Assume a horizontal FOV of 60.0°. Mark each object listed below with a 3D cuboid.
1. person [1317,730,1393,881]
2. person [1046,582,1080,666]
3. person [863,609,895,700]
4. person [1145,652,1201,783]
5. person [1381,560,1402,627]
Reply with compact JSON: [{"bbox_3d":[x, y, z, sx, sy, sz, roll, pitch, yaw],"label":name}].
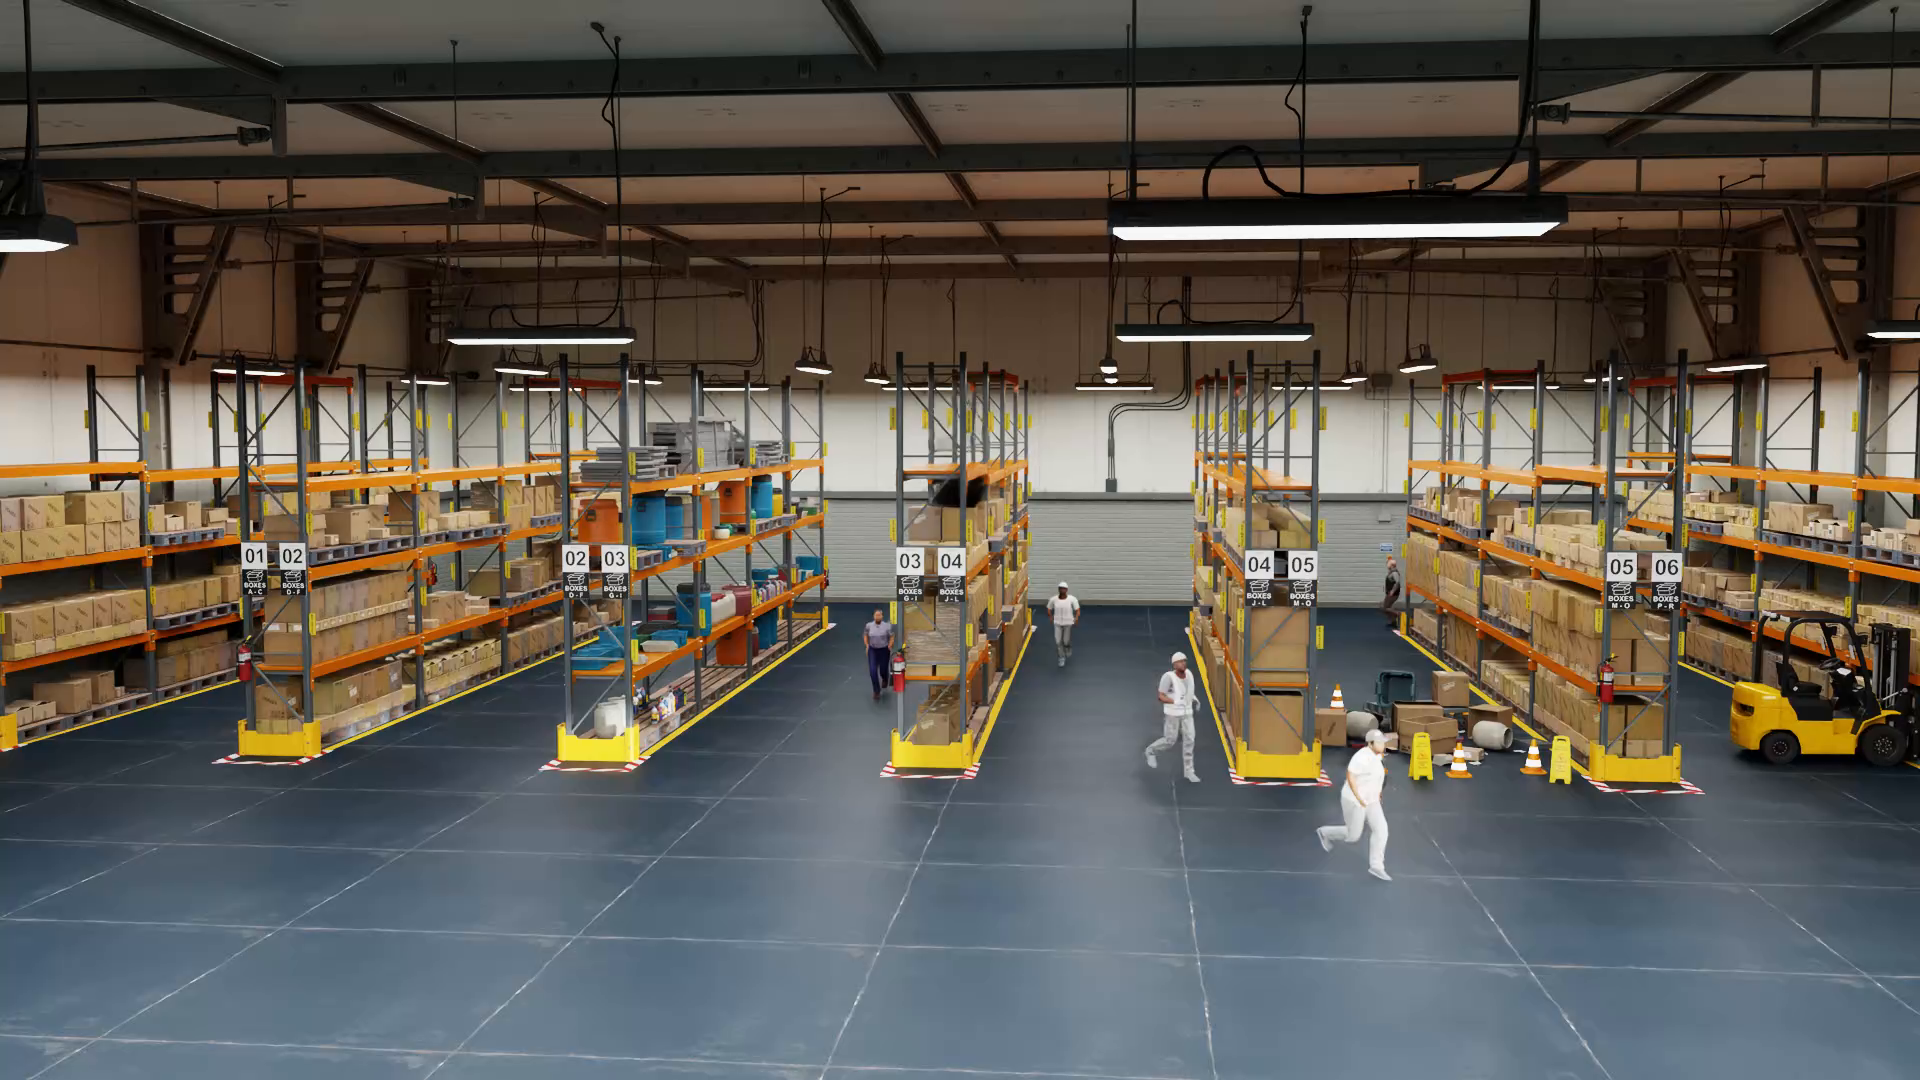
[{"bbox_3d":[4.410,2.906,18.444,0.920,1.663,0.606,4,6,45],"label":"person"},{"bbox_3d":[2.114,1.719,34.211,0.702,1.726,0.598,1,4,11],"label":"person"},{"bbox_3d":[-1.480,2.058,30.332,0.592,1.622,0.761,0,4,1],"label":"person"},{"bbox_3d":[3.041,2.454,23.361,0.693,1.784,0.980,-2,5,-31],"label":"person"},{"bbox_3d":[10.514,1.310,40.378,0.542,1.657,0.746,1,4,16],"label":"person"}]
